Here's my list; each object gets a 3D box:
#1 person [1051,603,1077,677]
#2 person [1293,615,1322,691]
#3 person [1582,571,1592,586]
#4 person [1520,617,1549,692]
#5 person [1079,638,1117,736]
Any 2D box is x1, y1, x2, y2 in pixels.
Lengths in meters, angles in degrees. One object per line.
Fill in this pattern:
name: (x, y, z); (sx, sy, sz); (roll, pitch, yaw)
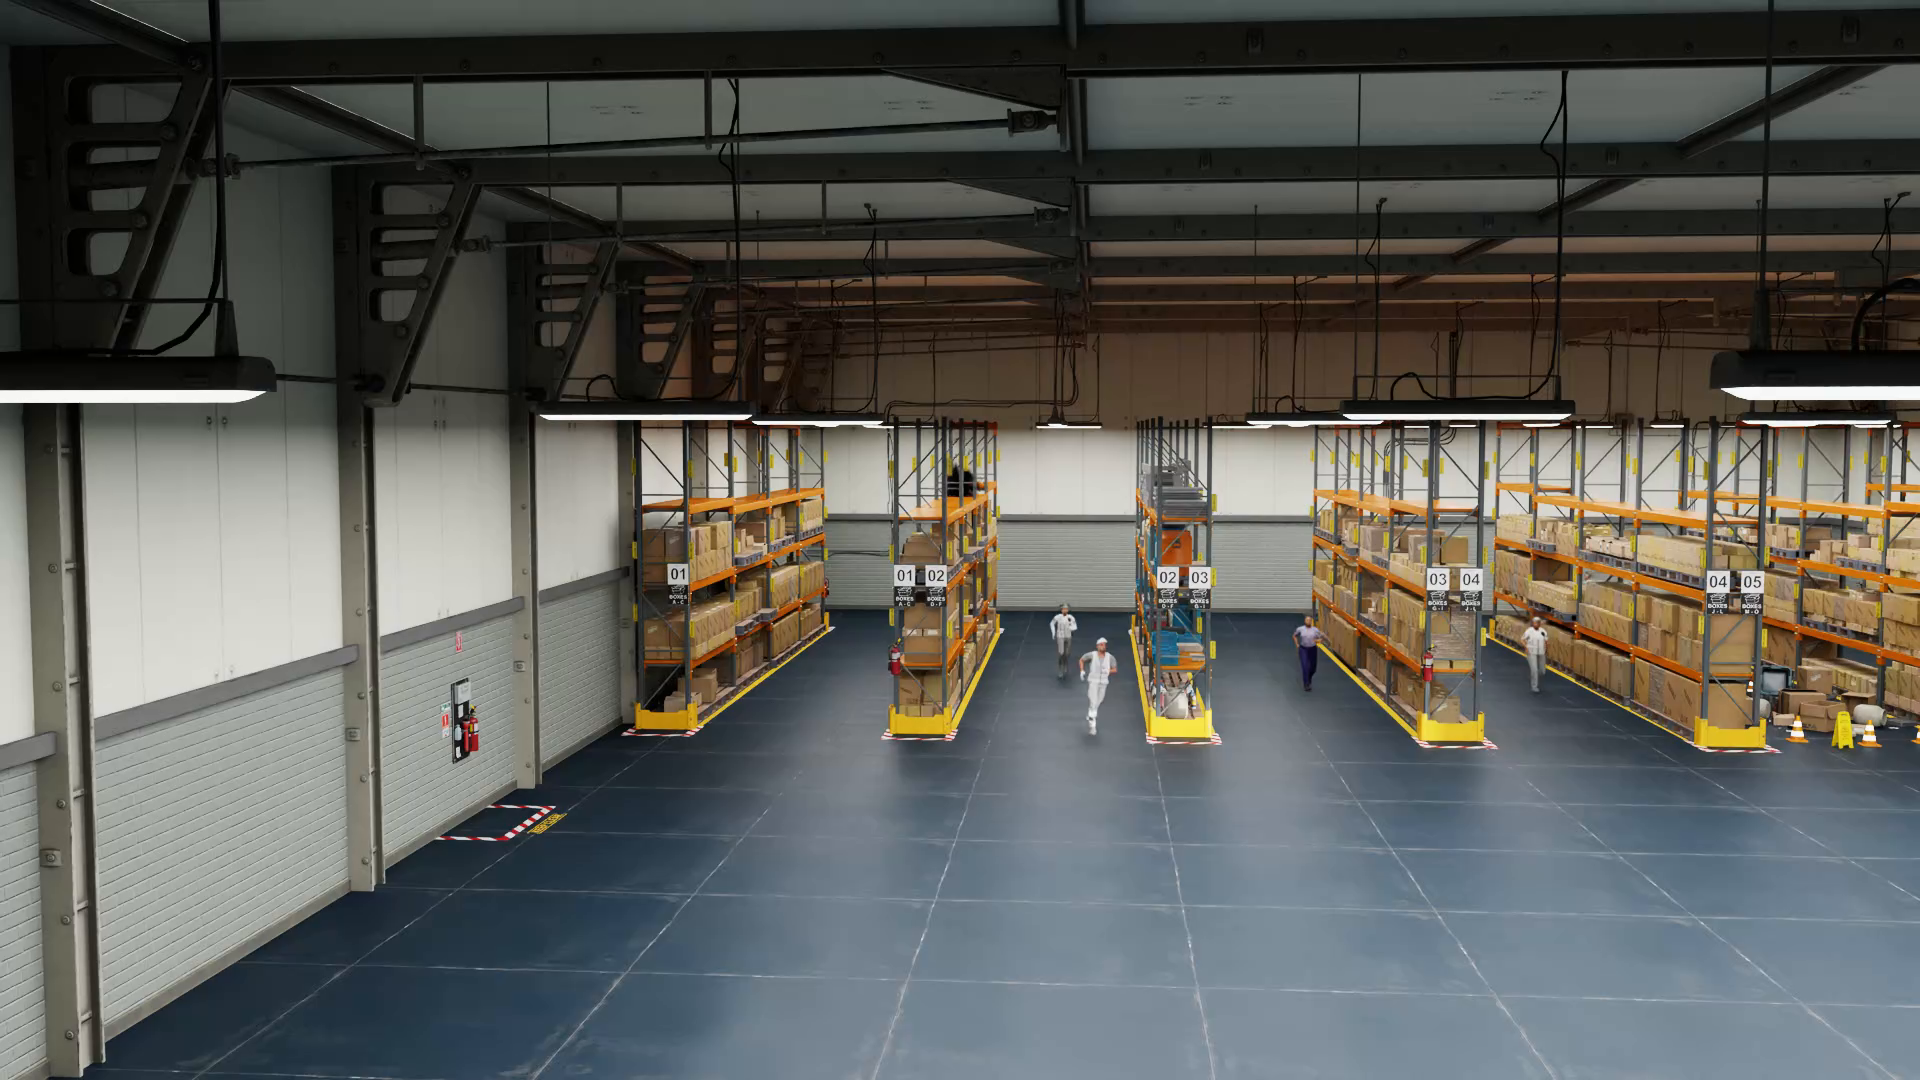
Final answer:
person: (2.443, 2.338, 38.956); (0.576, 1.749, 0.732); (0, 4, -6)
person: (7.724, 2.491, 36.924); (0.615, 1.612, 0.918); (0, 4, 0)
person: (17.899, 1.767, 47.306); (0.862, 1.786, 0.671); (0, 4, 5)
person: (12.718, 2.511, 36.781); (0.613, 1.621, 0.688); (0, 4, 3)
person: (2.643, 2.764, 31.721); (0.690, 1.809, 0.898); (-1, 4, -14)
